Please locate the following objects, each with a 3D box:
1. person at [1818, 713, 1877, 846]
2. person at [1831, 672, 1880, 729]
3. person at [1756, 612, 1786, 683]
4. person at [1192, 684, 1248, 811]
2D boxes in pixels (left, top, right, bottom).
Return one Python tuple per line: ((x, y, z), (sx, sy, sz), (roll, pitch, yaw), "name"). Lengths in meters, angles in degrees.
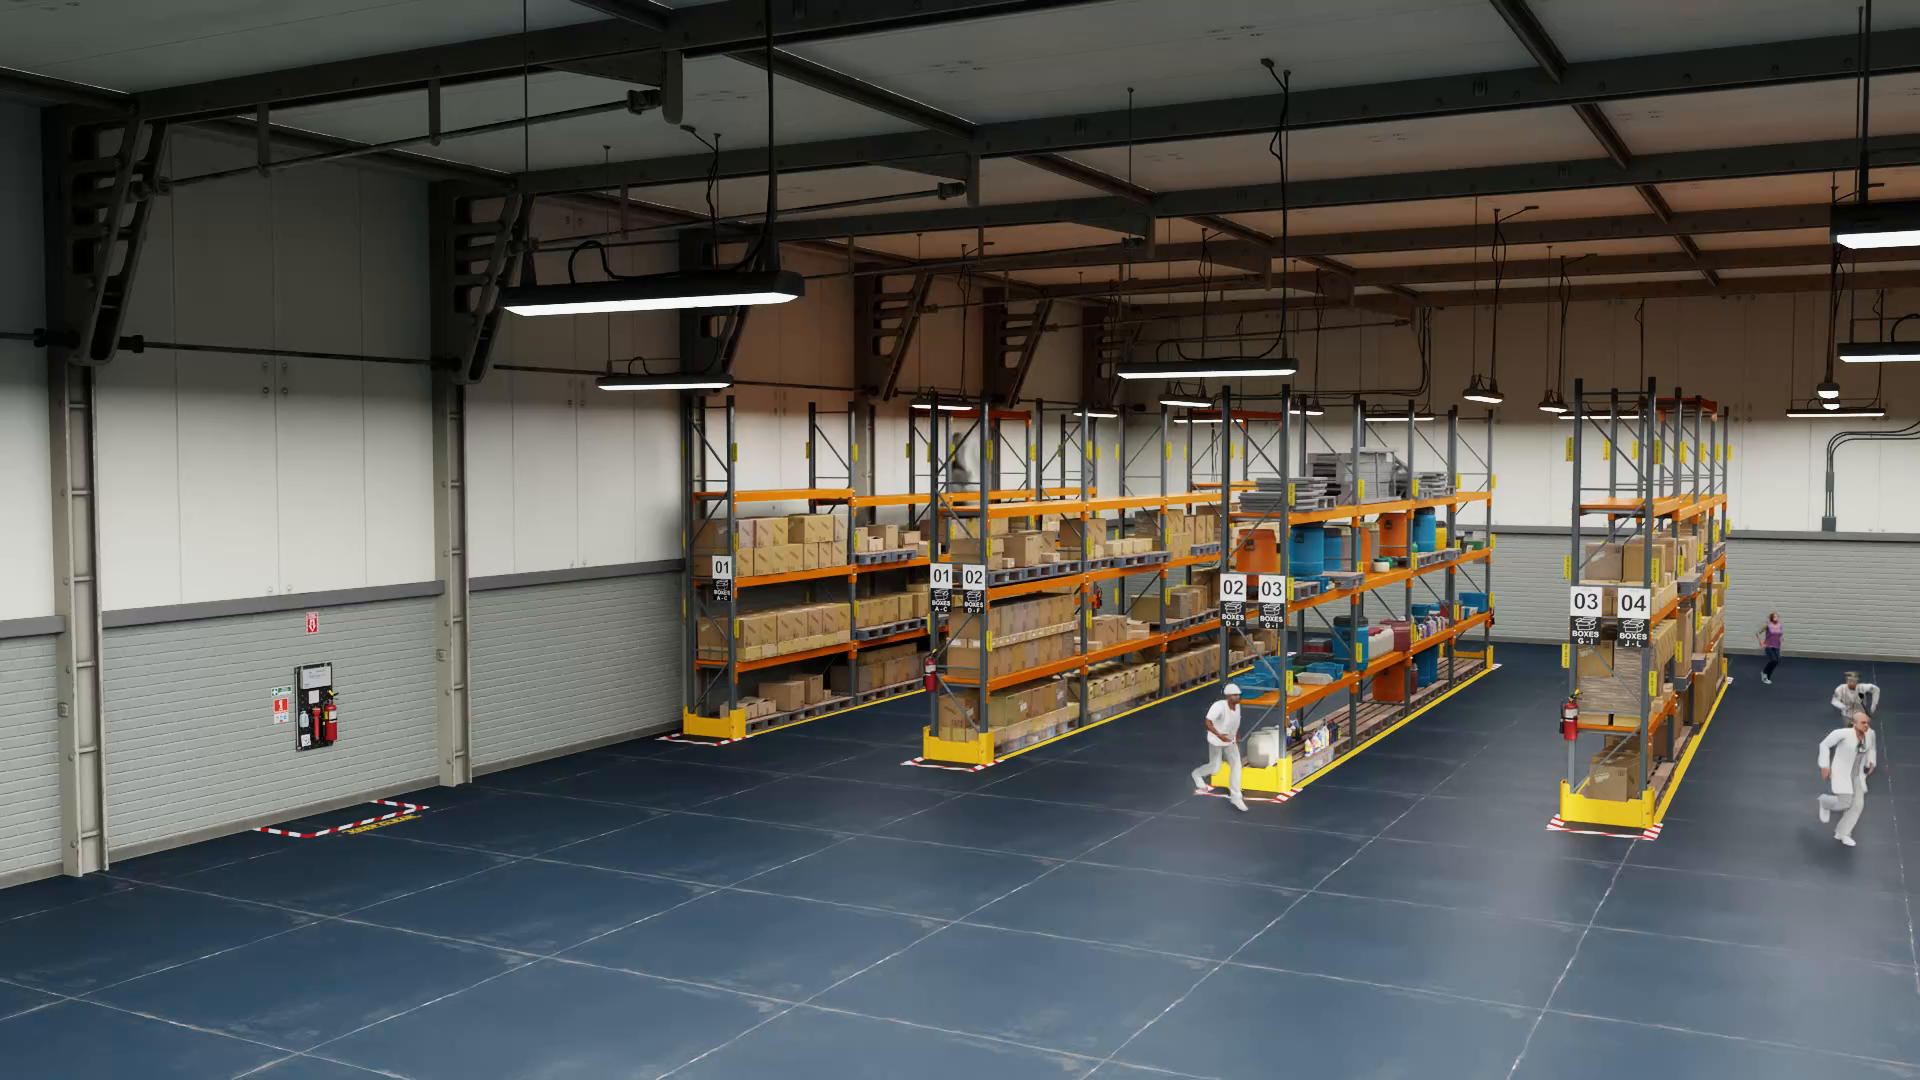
((11.412, 3.039, 21.459), (0.706, 1.718, 0.814), (-1, 3, -11), "person")
((14.191, 2.863, 26.355), (0.653, 1.600, 0.949), (2, 4, 33), "person")
((17.554, 2.343, 35.922), (0.555, 1.539, 0.566), (0, 3, -8), "person")
((3.703, 2.896, 23.634), (0.700, 1.753, 1.106), (-2, 4, -33), "person")
